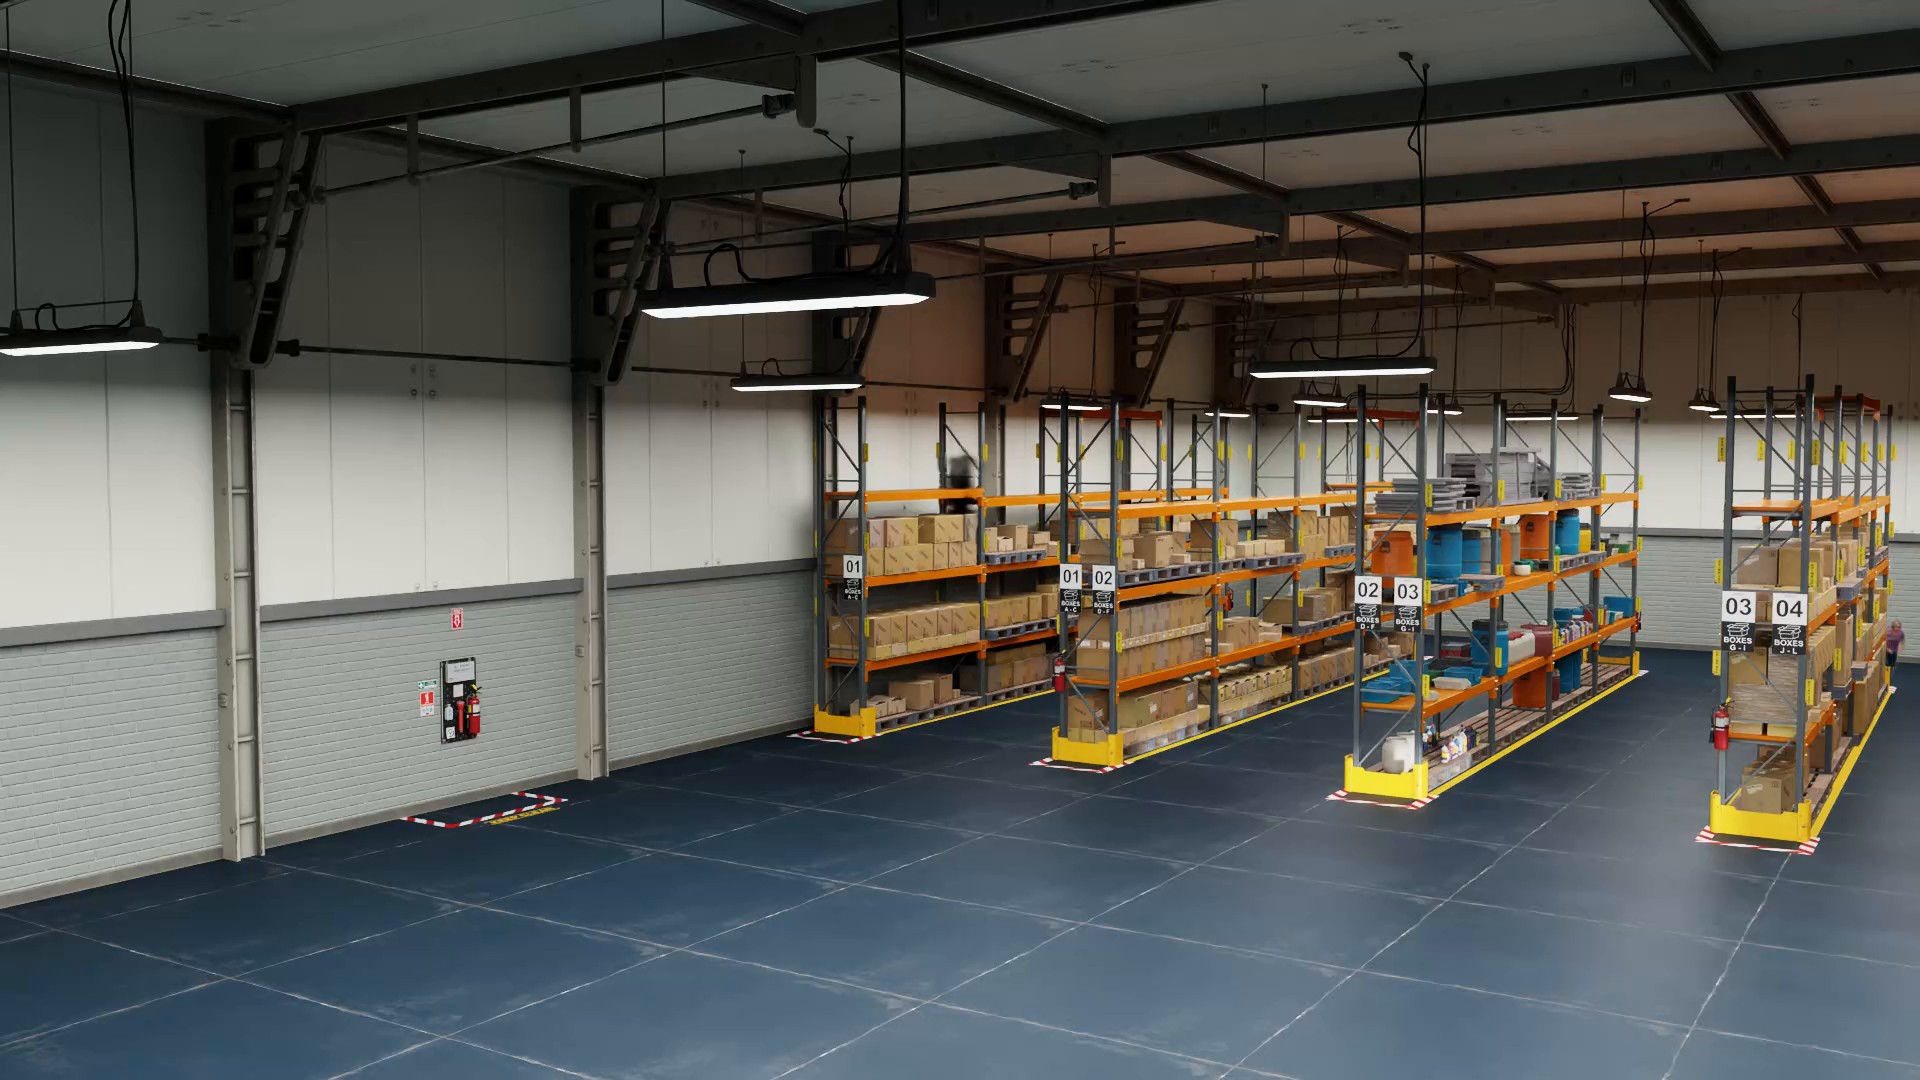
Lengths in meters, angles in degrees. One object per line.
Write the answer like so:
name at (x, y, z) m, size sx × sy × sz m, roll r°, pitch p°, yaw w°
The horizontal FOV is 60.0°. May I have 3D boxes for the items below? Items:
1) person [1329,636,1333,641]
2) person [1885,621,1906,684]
person at (9.973, 1.961, 43.920) m, size 0.646 × 1.491 × 0.740 m, roll -1°, pitch 3°, yaw -13°
person at (20.165, 2.420, 36.030) m, size 0.555 × 1.408 × 0.854 m, roll 0°, pitch 3°, yaw 6°
